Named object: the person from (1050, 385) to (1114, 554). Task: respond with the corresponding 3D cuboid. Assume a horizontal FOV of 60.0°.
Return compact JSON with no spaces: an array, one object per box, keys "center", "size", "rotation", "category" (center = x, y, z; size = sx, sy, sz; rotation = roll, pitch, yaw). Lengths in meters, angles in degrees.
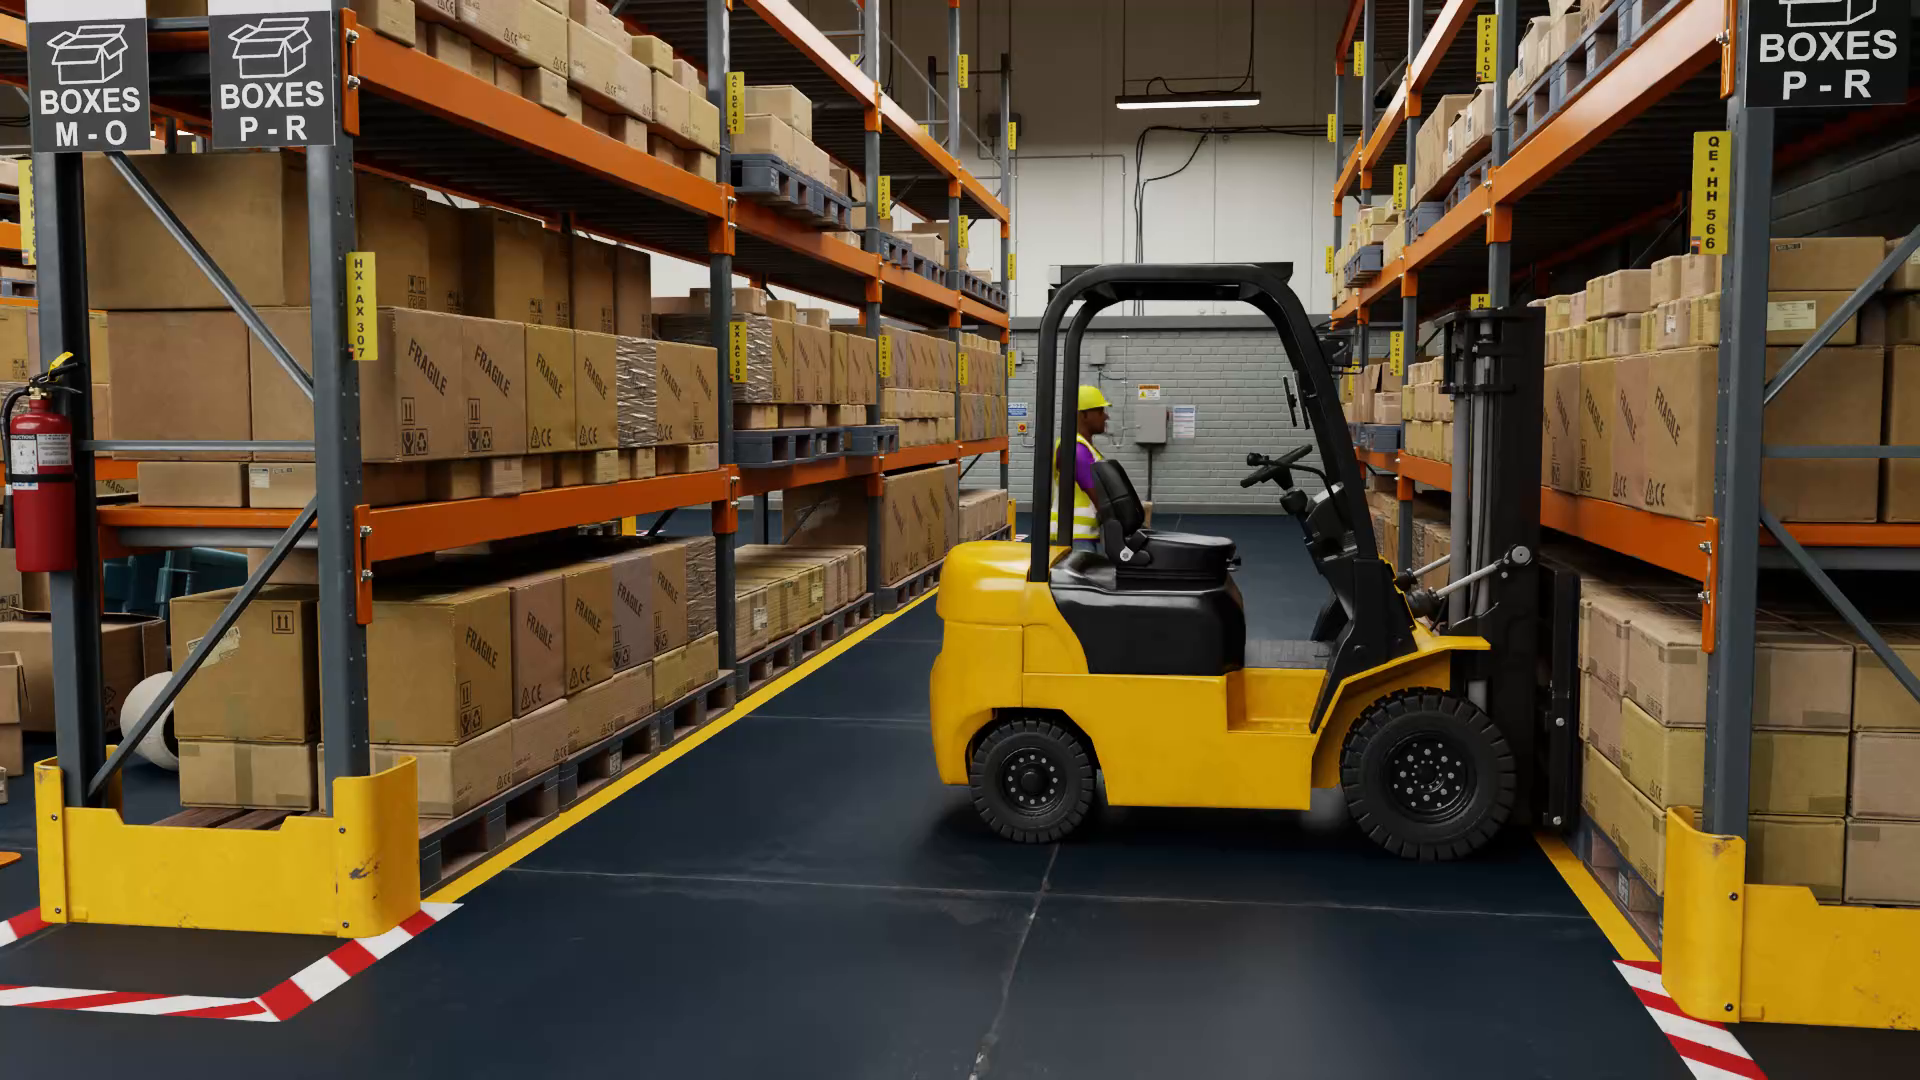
[{"center":[0.770,0.006,9.441],"size":[0.566,1.762,0.505],"rotation":[1,4,8],"category":"person"}]
